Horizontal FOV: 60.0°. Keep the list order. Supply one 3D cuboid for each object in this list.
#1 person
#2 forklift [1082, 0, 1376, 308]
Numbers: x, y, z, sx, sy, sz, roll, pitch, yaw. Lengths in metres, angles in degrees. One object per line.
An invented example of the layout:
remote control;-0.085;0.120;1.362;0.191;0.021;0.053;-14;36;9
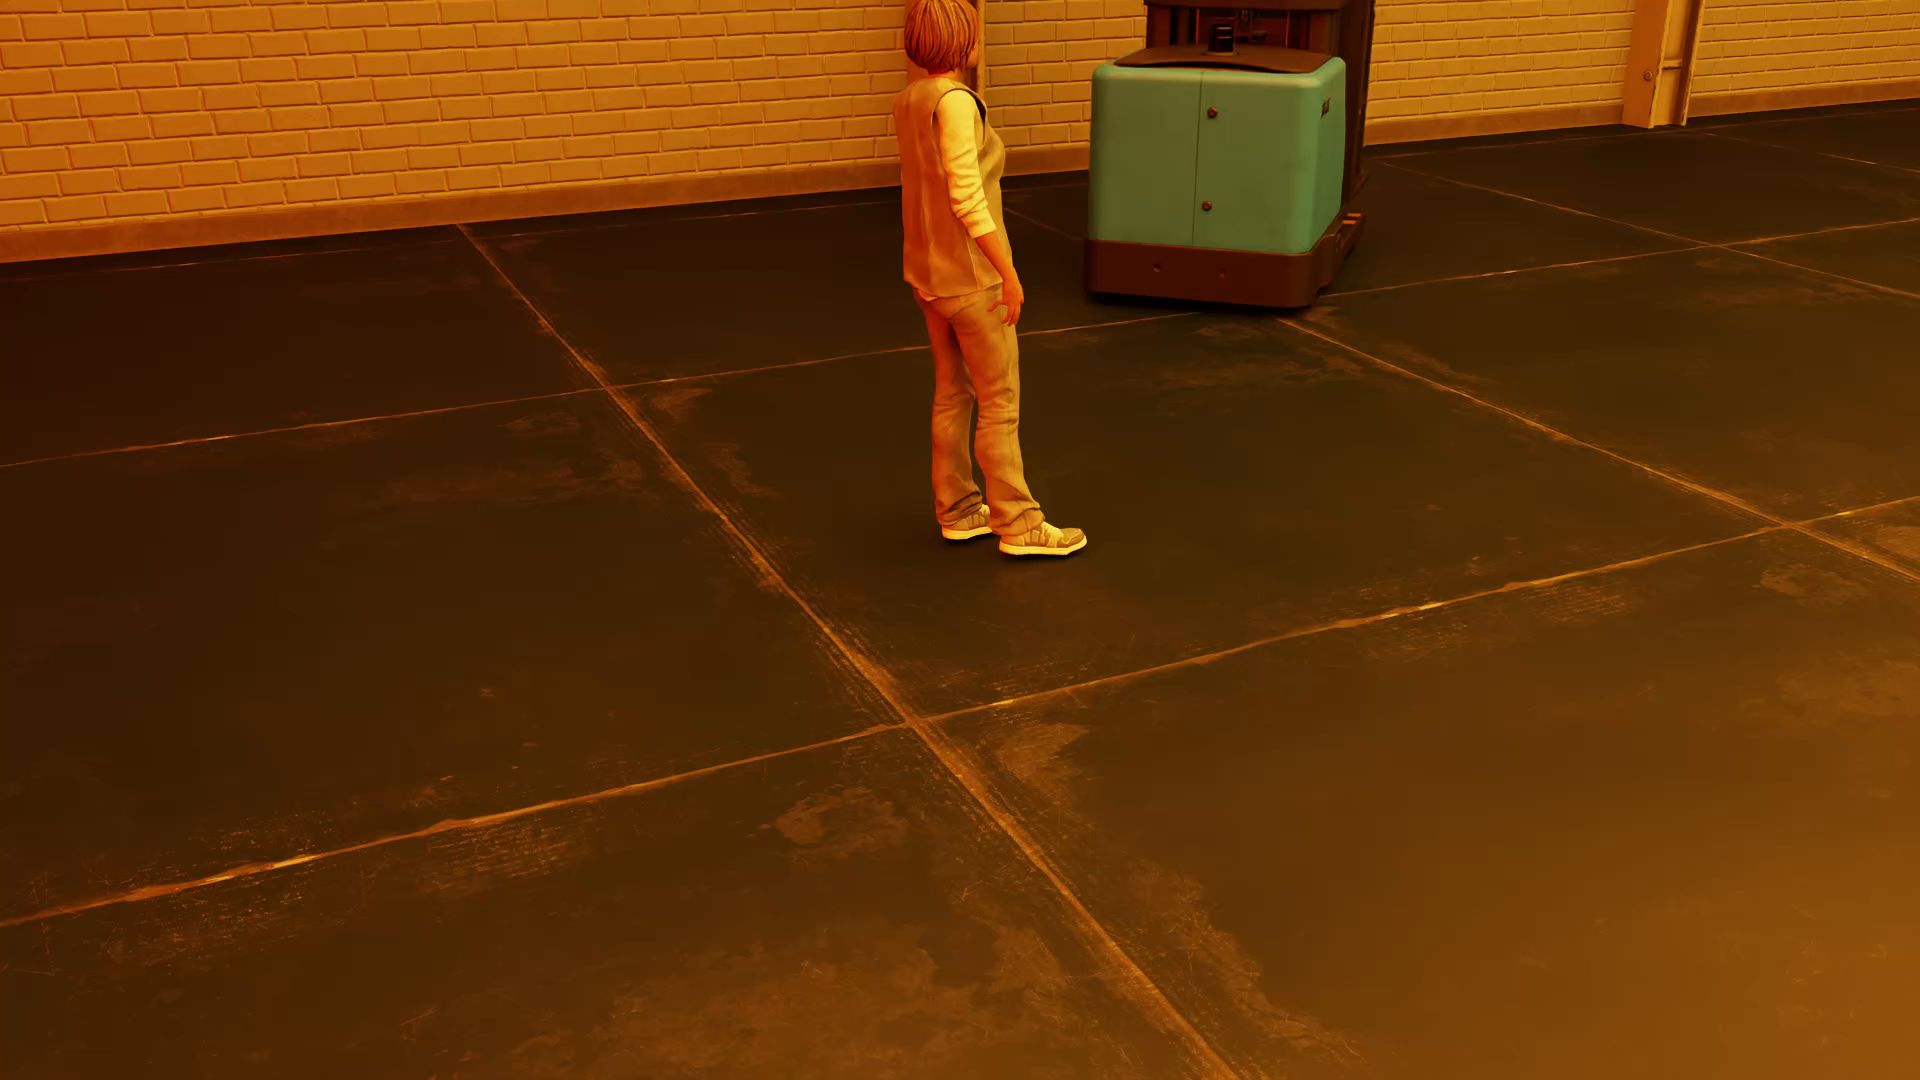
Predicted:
person;0.074;-0.752;4.815;0.473;1.599;0.520;-10;25;-23
forklift;1.548;-2.922;8.319;1.130;2.935;3.031;8;24;18
